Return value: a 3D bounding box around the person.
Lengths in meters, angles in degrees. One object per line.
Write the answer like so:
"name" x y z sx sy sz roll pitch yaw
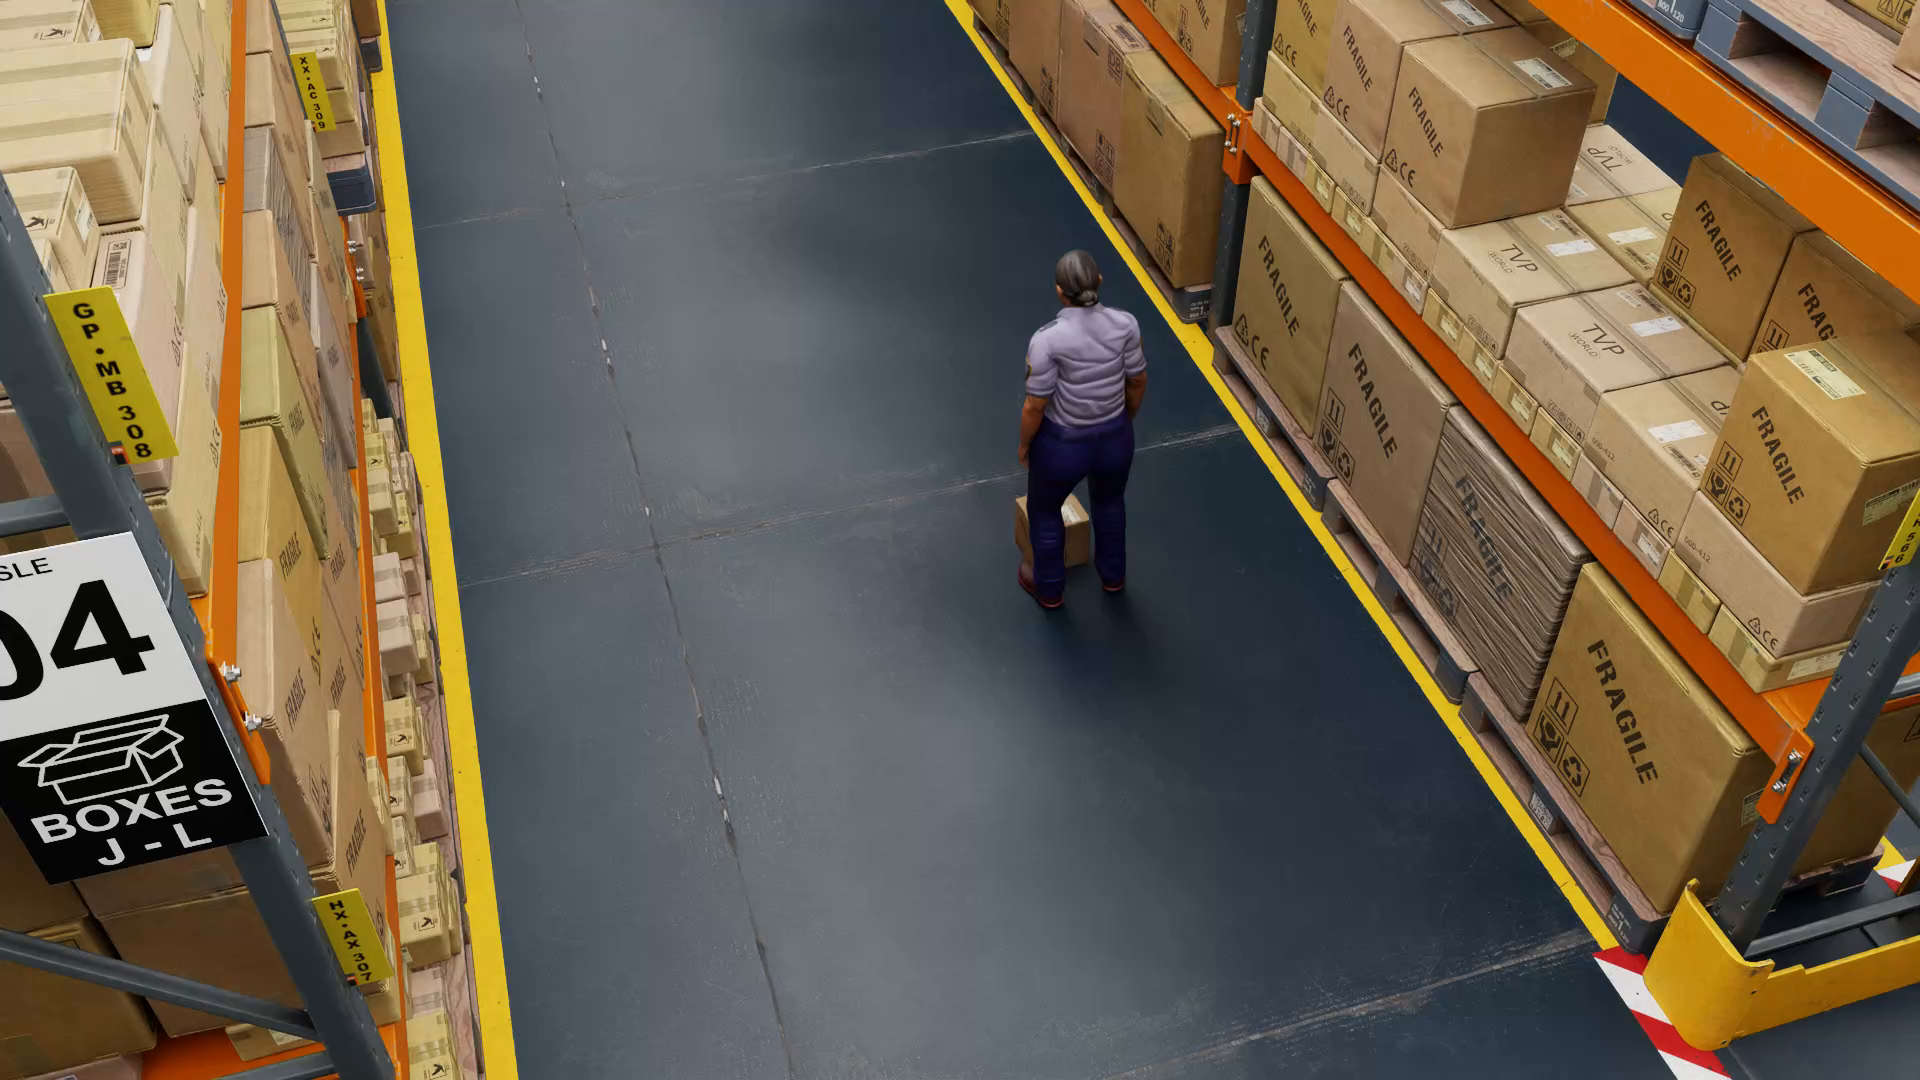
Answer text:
"person" 0.478 -0.409 6.615 0.545 1.648 0.367 -12 44 -13
